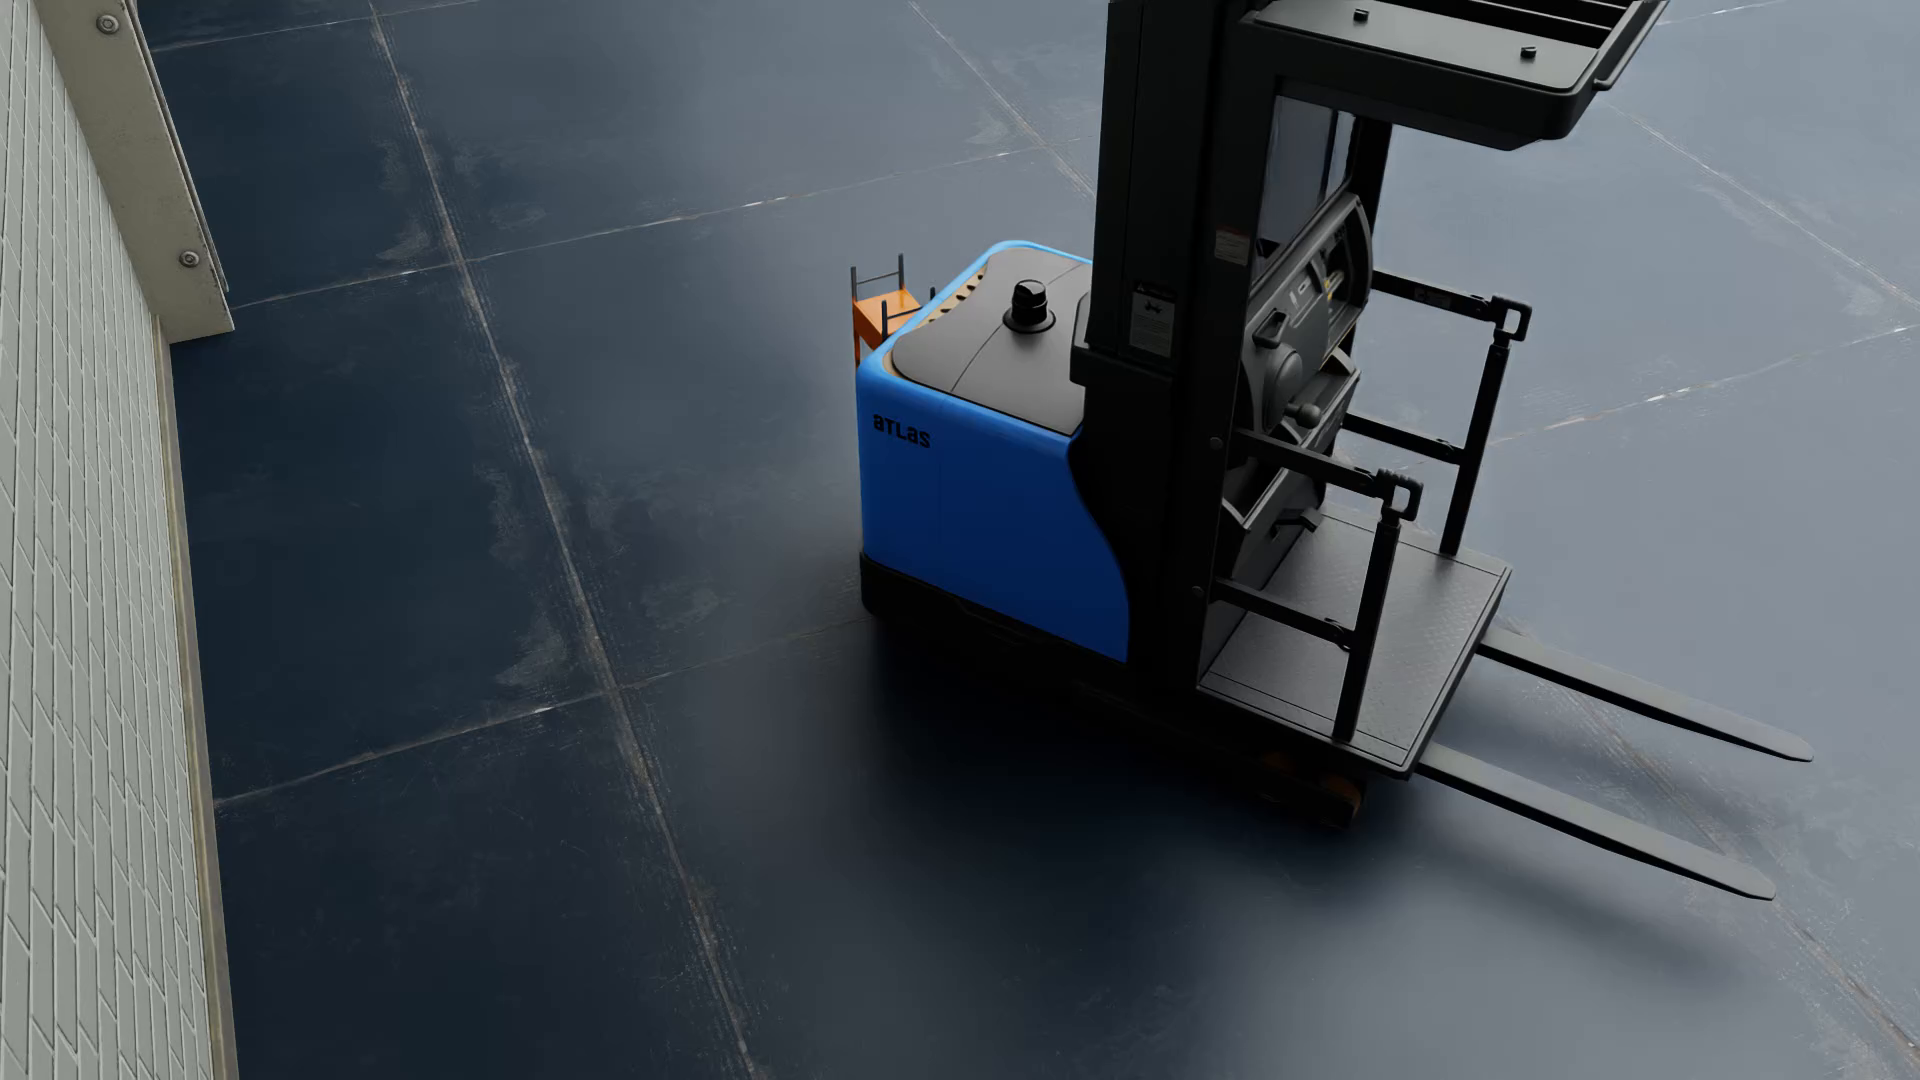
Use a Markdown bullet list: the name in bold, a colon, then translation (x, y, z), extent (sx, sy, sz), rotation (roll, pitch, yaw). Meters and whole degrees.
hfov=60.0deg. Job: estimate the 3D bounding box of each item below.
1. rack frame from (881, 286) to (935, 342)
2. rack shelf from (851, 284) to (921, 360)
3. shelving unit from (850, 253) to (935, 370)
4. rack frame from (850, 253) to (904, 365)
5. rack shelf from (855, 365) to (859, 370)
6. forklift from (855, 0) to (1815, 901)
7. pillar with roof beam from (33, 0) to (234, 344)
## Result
- **rack frame**: translation (-0.174, -0.432, 5.947), extent (0.200, 1.050, 0.008), rotation (-19, 44, -21)
- **rack shelf**: translation (-0.231, -0.709, 5.850), extent (0.215, 0.259, 0.240), rotation (-19, 44, -21)
- **shelving unit**: translation (-0.231, -0.502, 6.029), extent (0.215, 1.050, 0.252), rotation (-19, 44, -21)
- **rack frame**: translation (-0.288, -0.572, 6.110), extent (0.200, 1.050, 0.008), rotation (-19, 44, -21)
- **rack shelf**: translation (-0.231, -0.494, 6.035), extent (0.215, 0.259, 0.240), rotation (-19, 44, -21)
- **forklift**: translation (1.181, -0.614, 4.715), extent (3.031, 2.935, 1.130), rotation (21, 45, 23)
- **pillar with roof beam**: translation (0.563, -5.490, 5.732), extent (9.100, 9.000, 0.400), rotation (-15, 43, -17)
